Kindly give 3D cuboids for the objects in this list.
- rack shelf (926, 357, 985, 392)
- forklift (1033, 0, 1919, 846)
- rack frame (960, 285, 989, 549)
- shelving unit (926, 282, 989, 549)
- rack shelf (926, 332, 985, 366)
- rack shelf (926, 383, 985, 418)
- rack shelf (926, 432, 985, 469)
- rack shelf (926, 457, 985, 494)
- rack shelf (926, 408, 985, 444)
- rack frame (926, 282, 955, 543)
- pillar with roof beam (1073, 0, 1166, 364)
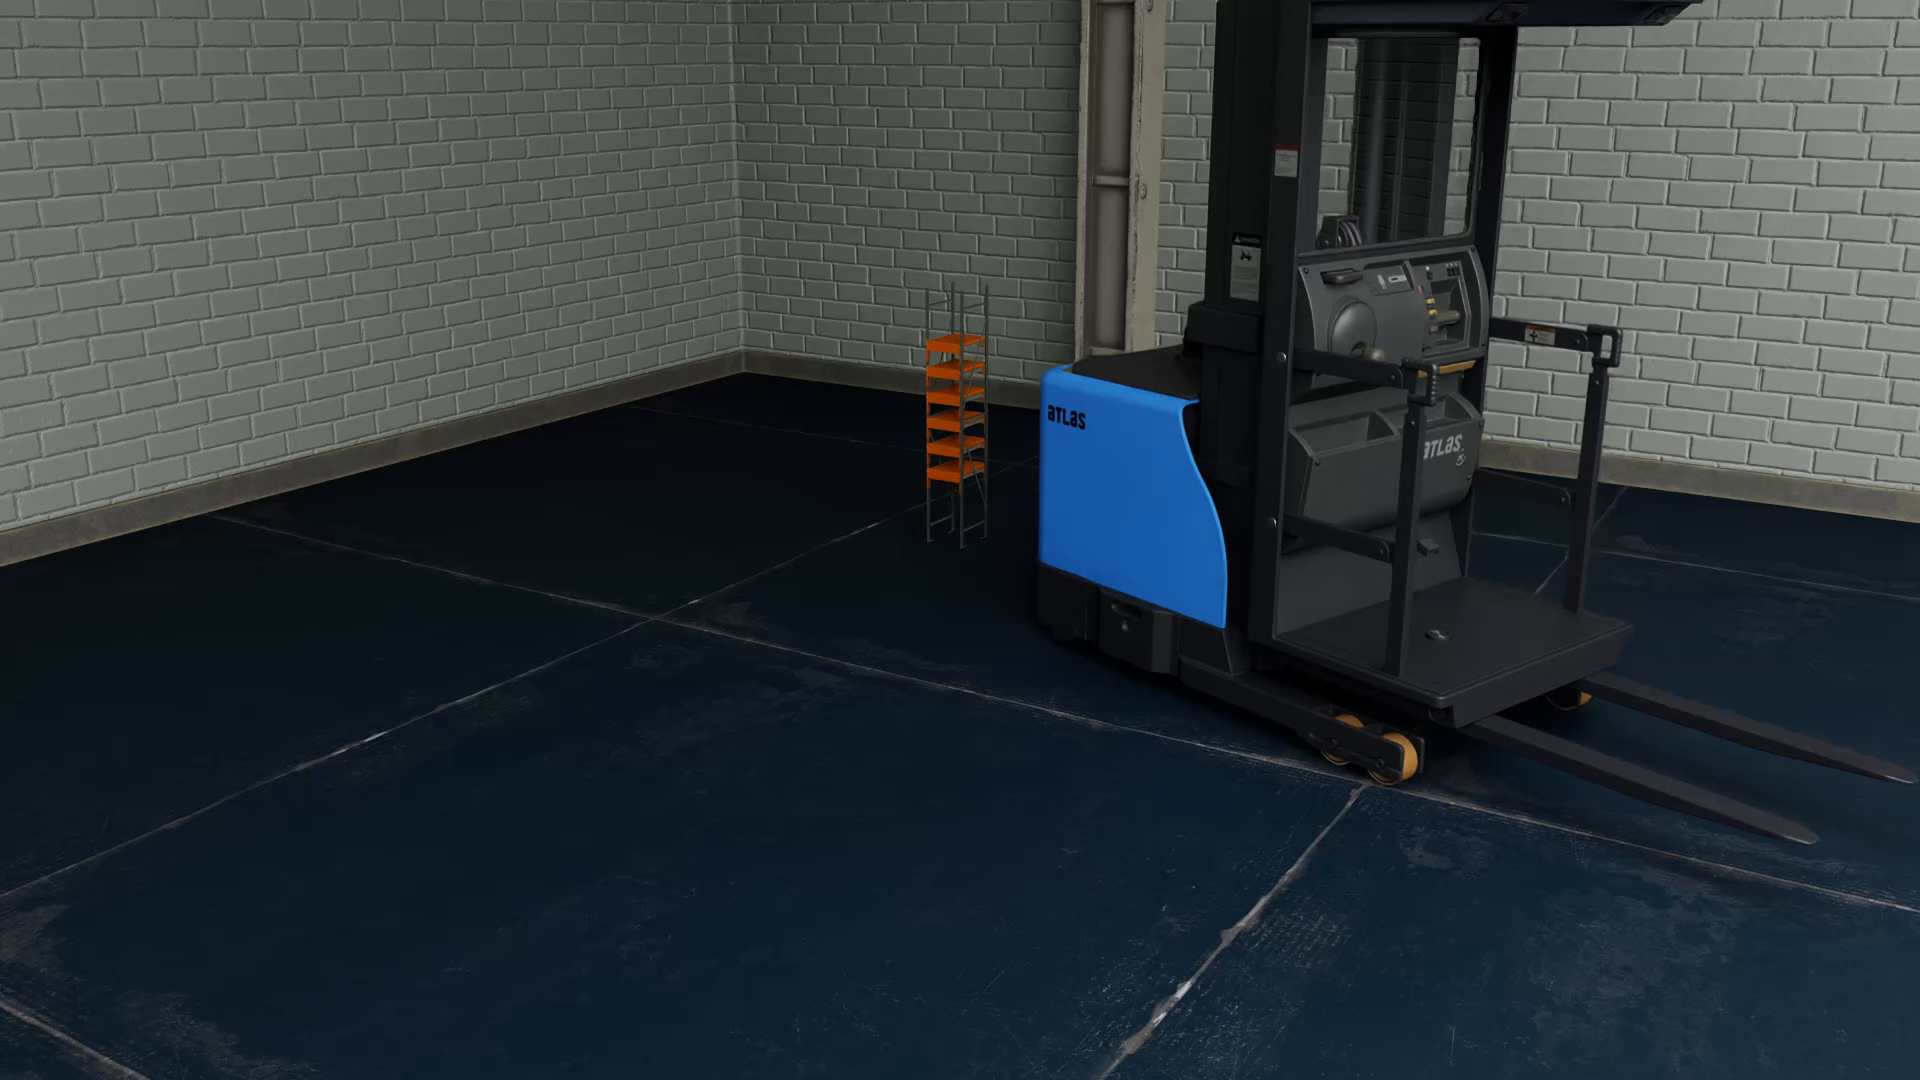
[{"bbox_3d":[-0.012,-0.763,7.657,0.180,0.103,0.258,10,20,30],"label":"rack shelf"},{"bbox_3d":[1.596,-0.782,5.414,1.130,2.935,3.031,-13,21,-36],"label":"forklift"},{"bbox_3d":[0.066,-0.562,7.668,0.006,1.200,0.240,10,20,30],"label":"rack frame"},{"bbox_3d":[-0.012,-0.576,7.714,0.189,1.200,0.258,10,20,30],"label":"shelving unit"},{"bbox_3d":[-0.012,-0.878,7.622,0.180,0.103,0.258,10,20,30],"label":"rack shelf"},{"bbox_3d":[-0.012,-0.649,7.692,0.180,0.103,0.258,10,20,30],"label":"rack shelf"},{"bbox_3d":[-0.012,-0.419,7.762,0.180,0.103,0.258,10,20,30],"label":"rack shelf"},{"bbox_3d":[-0.012,-0.304,7.797,0.180,0.103,0.258,10,20,30],"label":"rack shelf"},{"bbox_3d":[-0.012,-0.534,7.727,0.180,0.103,0.258,10,20,30],"label":"rack shelf"},{"bbox_3d":[-0.090,-0.590,7.760,0.006,1.200,0.240,10,20,30],"label":"rack frame"},{"bbox_3d":[-1.318,-3.953,5.413,0.400,9.000,9.100,10,20,30],"label":"pillar with roof beam"}]
